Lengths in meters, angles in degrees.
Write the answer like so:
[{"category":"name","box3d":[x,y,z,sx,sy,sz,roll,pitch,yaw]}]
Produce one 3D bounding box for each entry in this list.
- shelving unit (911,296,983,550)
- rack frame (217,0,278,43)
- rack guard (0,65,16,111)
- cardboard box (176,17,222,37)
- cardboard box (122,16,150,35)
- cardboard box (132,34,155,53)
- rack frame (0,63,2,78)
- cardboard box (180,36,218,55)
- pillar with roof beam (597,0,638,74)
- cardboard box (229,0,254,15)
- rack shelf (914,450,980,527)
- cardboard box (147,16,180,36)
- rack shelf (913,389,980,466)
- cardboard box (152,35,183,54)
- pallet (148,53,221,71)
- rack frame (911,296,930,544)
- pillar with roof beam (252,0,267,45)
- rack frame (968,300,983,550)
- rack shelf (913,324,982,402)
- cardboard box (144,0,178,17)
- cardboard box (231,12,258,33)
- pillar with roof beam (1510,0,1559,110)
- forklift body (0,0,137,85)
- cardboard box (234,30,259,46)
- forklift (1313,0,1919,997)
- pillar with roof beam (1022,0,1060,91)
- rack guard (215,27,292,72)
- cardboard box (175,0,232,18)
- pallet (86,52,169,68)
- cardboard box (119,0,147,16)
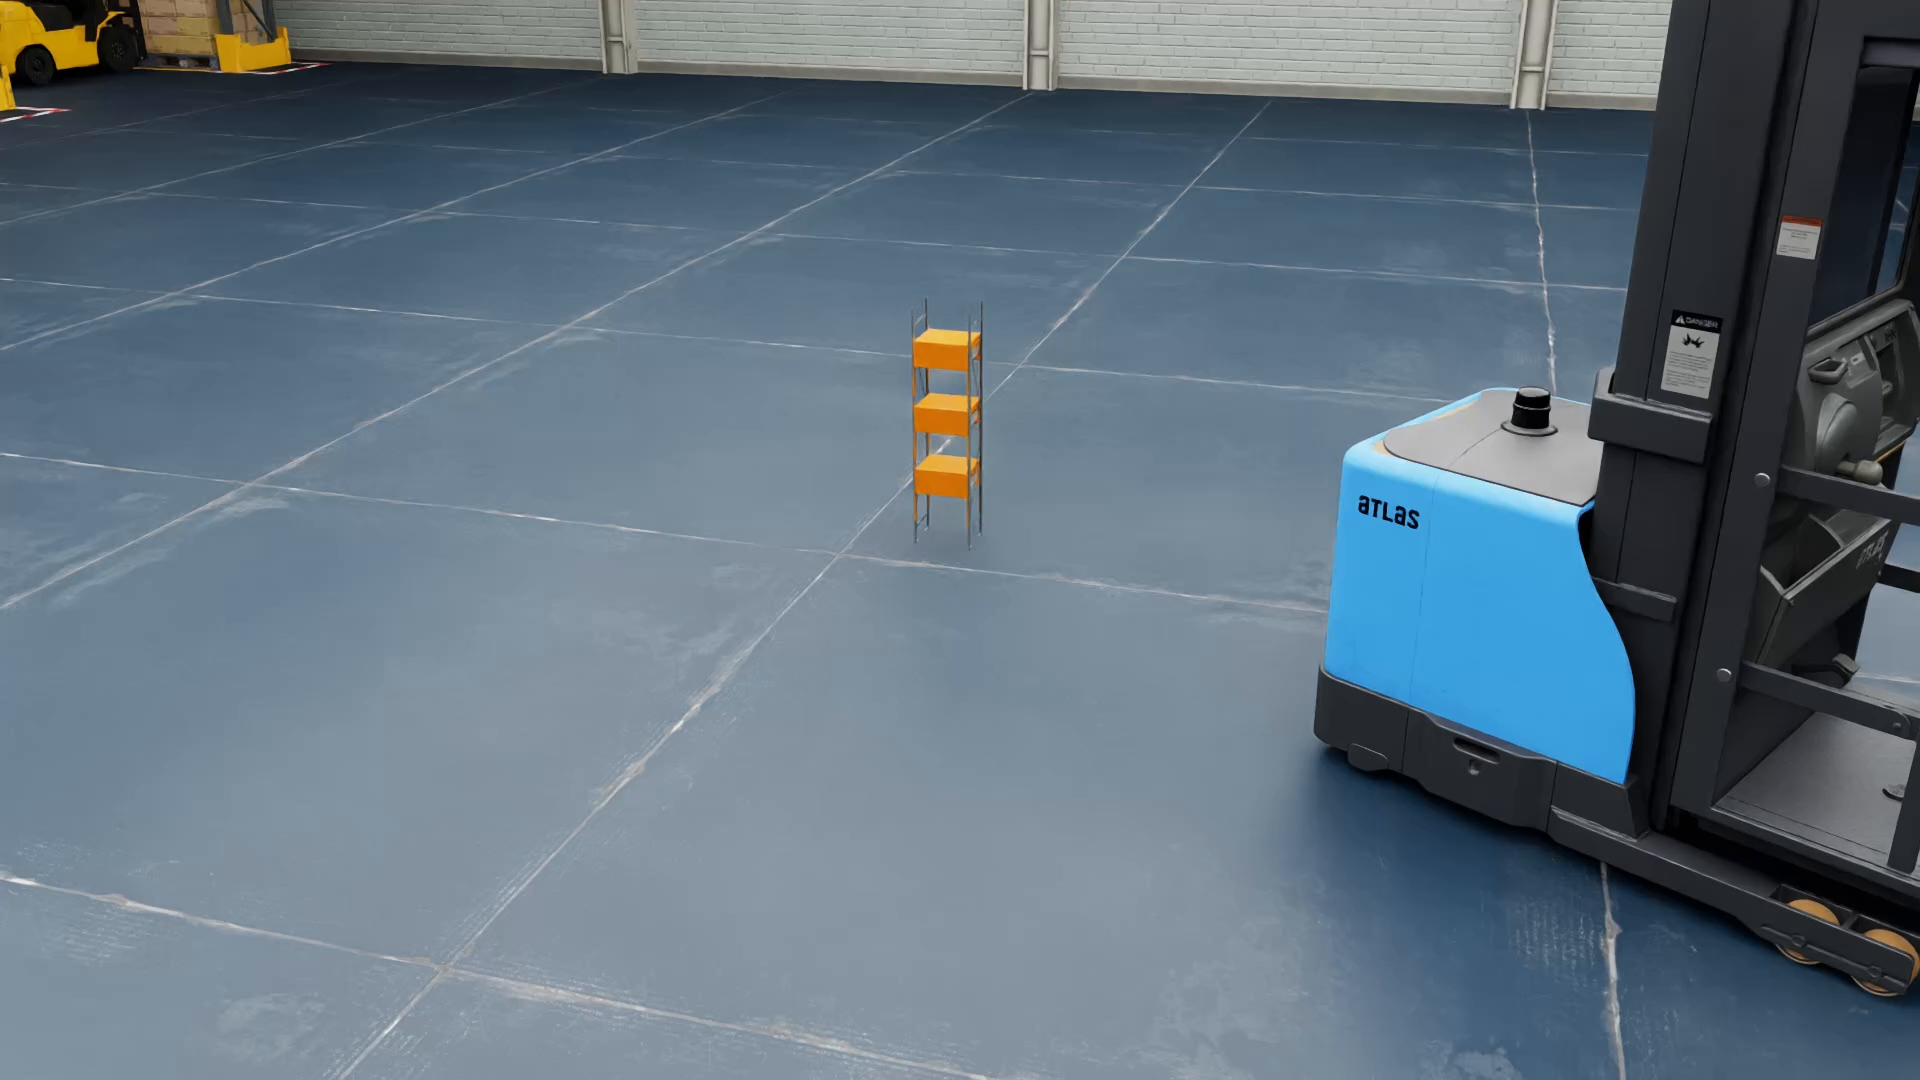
[{"category":"shelving unit","box3d":[-0.051,-0.492,7.085,0.252,1.050,0.215,7,23,16]},{"category":"rack frame","box3d":[-10.044,-8.132,23.143,0.127,3.000,1.000,7,23,16]},{"category":"rack guard","box3d":[-11.547,-5.180,19.240,0.348,0.500,1.175,7,23,16]},{"category":"cardboard box","box3d":[-10.600,-7.225,23.343,0.500,0.250,0.500,6,23,15]},{"category":"cardboard box","box3d":[-11.578,-7.333,23.606,0.500,0.250,0.500,6,23,14]},{"category":"cardboard box","box3d":[-11.535,-7.107,23.713,0.500,0.250,0.500,7,23,16]},{"category":"rack frame","box3d":[-11.474,-6.328,18.745,0.127,3.000,1.000,7,23,16]},{"category":"cardboard box","box3d":[-10.585,-6.991,23.430,0.500,0.250,0.500,7,23,16]},{"category":"pillar with roof beam","box3d":[-5.950,-9.090,17.572,0.400,9.000,9.100,7,23,16]},{"category":"cardboard box","box3d":[-10.450,-7.638,23.691,0.500,0.250,0.500,6,23,15]},{"category":"rack shelf","box3d":[-0.051,-0.225,7.195,0.240,0.259,0.215,7,23,16]},{"category":"cardboard box","box3d":[-11.077,-7.284,23.487,0.500,0.250,0.500,6,23,15]},{"category":"rack shelf","box3d":[-0.051,-0.482,7.089,0.240,0.259,0.215,7,23,16]},{"category":"cardboard box","box3d":[-11.059,-7.049,23.572,0.500,0.250,0.500,7,23,15]},{"category":"pallet","box3d":[-10.788,-6.911,23.839,1.213,0.211,1.003,7,23,16]},{"category":"rack frame","box3d":[-0.168,-0.505,7.118,0.008,1.050,0.200,7,23,16]},{"category":"pillar with roof beam","box3d":[-11.694,-9.747,19.175,0.400,9.000,9.100,7,23,16]},{"category":"rack frame","box3d":[0.066,-0.478,7.052,0.008,1.050,0.200,7,23,16]},{"category":"rack shelf","box3d":[-0.051,-0.744,6.981,0.240,0.259,0.215,7,23,16]},{"category":"cardboard box","box3d":[-11.066,-7.508,23.373,0.500,0.250,0.500,7,23,16]},{"category":"cardboard box","box3d":[-10.434,-7.413,23.799,0.500,0.250,0.500,7,23,16]},{"category":"pillar with roof beam","box3d":[5.539,-7.774,14.365,0.400,9.000,9.100,7,23,16]},{"category":"forklift body","box3d":[-12.387,-7.284,22.194,1.214,2.155,2.313,7,23,16]},{"category":"cardboard box","box3d":[-10.458,-7.179,23.889,0.500,0.250,0.500,7,23,16]},{"category":"forklift","box3d":[2.574,-0.384,4.345,3.031,2.935,1.130,21,30,41]},{"category":"pillar with roof beam","box3d":[-0.205,-8.432,15.968,0.400,9.000,9.100,7,23,16]},{"category":"rack guard","box3d":[-10.021,-6.973,23.611,0.348,0.500,1.175,7,23,16]},{"category":"cardboard box","box3d":[-10.575,-7.454,23.242,0.500,0.250,0.500,7,23,17]},{"category":"pallet","box3d":[-11.953,-7.045,24.167,1.213,0.211,1.003,7,23,15]},{"category":"cardboard box","box3d":[-11.552,-7.560,23.499,0.500,0.250,0.500,7,23,16]}]
